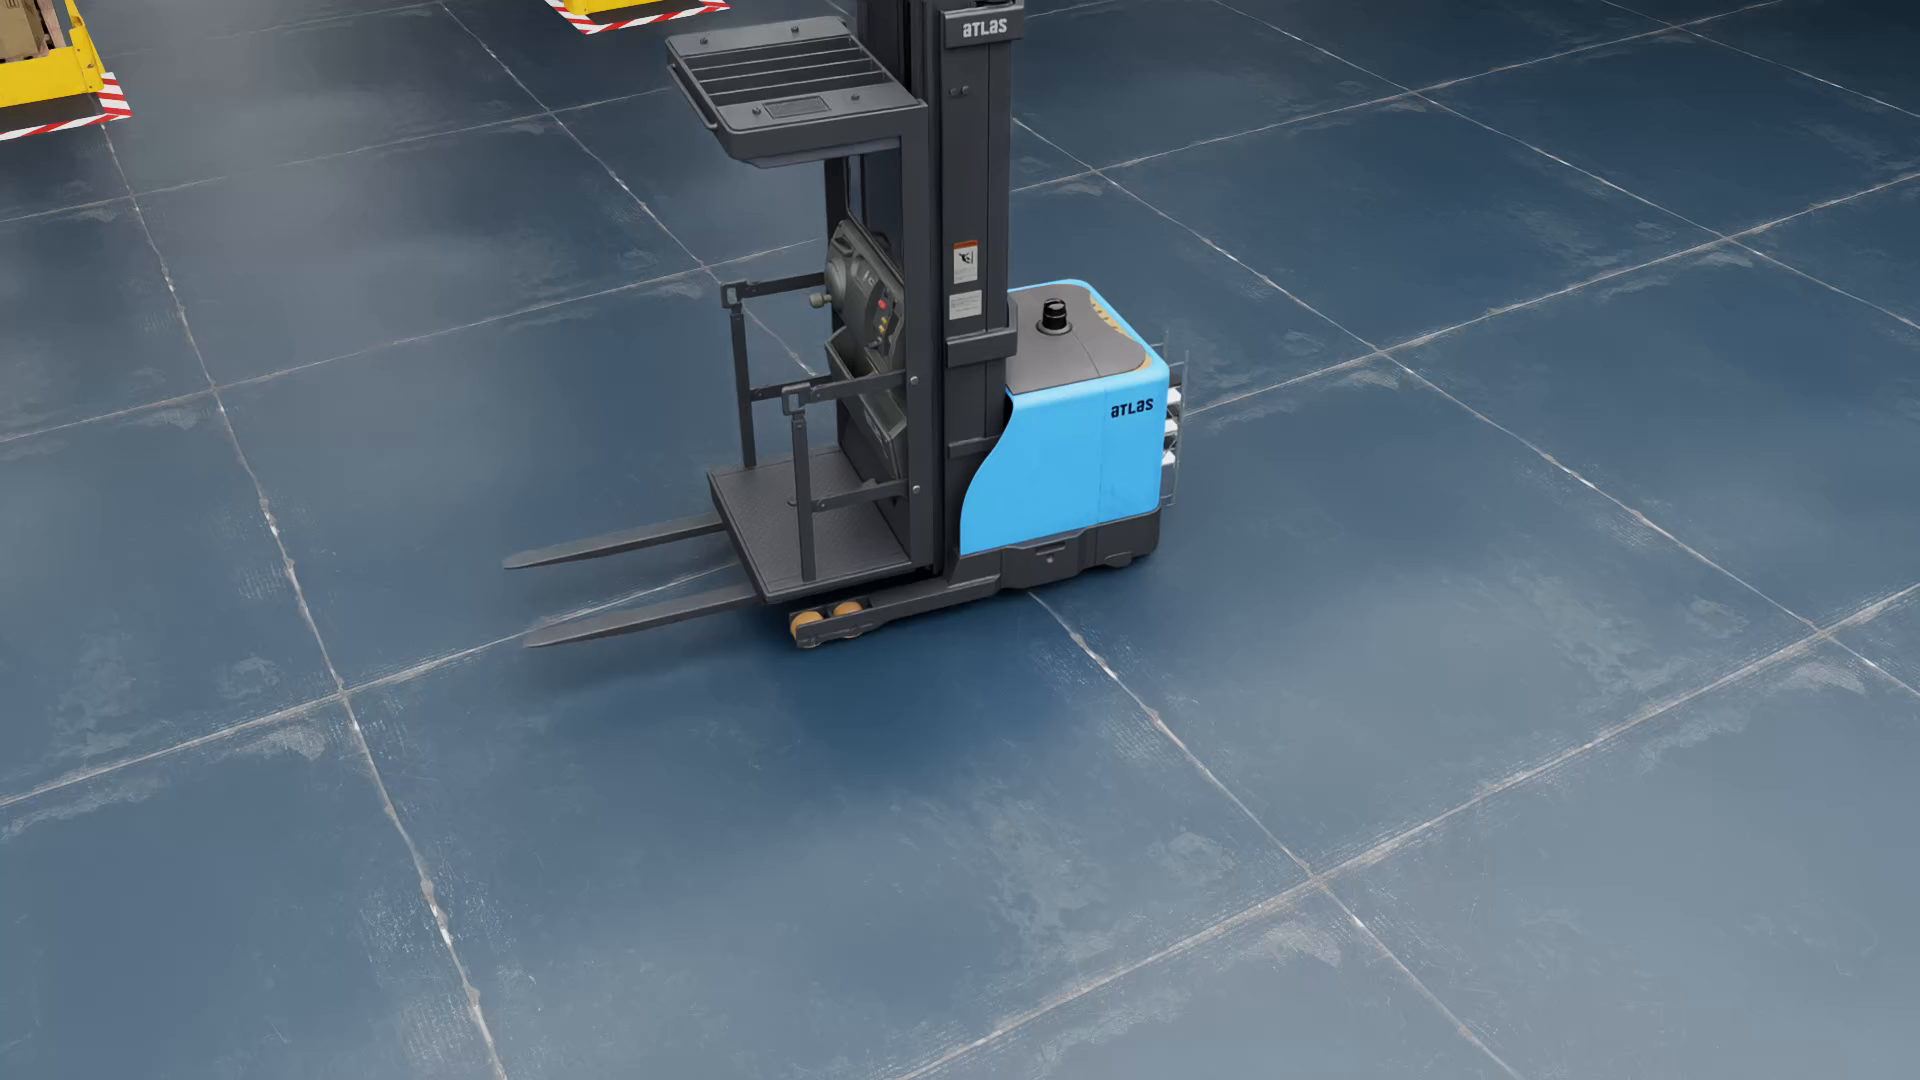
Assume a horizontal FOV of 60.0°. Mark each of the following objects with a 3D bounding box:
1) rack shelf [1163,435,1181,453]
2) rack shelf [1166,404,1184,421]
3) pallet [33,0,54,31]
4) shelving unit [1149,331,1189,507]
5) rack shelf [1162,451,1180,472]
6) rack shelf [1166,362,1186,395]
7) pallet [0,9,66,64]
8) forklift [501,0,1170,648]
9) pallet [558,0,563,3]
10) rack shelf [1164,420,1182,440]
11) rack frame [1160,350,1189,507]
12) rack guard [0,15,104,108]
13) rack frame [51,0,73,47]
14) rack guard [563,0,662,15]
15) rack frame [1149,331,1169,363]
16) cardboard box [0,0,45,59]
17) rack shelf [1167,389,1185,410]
[{"bbox_3d":[0.946,-0.475,8.346,0.258,0.077,0.200,-14,38,-18],"label":"rack shelf"},{"bbox_3d":[0.946,-0.620,8.240,0.258,0.077,0.200,-14,38,-18],"label":"rack shelf"},{"bbox_3d":[-8.315,-4.594,14.361,1.003,0.211,1.213,-19,40,-24],"label":"pallet"},{"bbox_3d":[0.946,-0.575,8.274,0.258,0.900,0.210,-14,38,-18],"label":"shelving unit"},{"bbox_3d":[0.946,-0.402,8.400,0.258,0.077,0.200,-14,38,-18],"label":"rack shelf"},{"bbox_3d":[0.946,-0.766,8.134,0.258,0.077,0.200,-14,38,-18],"label":"rack shelf"},{"bbox_3d":[-7.706,-3.972,13.510,1.003,0.211,1.213,-19,40,-24],"label":"pallet"},{"bbox_3d":[-0.603,-1.046,7.197,3.031,2.935,1.130,-13,38,-17],"label":"forklift"},{"bbox_3d":[-3.421,-5.311,15.343,1.003,0.211,1.213,-19,40,-24],"label":"pallet"},{"bbox_3d":[0.946,-0.548,8.293,0.258,0.077,0.200,-14,38,-18],"label":"rack shelf"},{"bbox_3d":[0.985,-0.519,8.198,0.240,0.900,0.006,-14,38,-18],"label":"rack frame"},{"bbox_3d":[-7.329,-3.664,12.843,1.175,0.500,0.348,-19,40,-24],"label":"rack guard"},{"bbox_3d":[-7.291,-4.635,12.053,1.000,3.000,0.127,-19,40,-24],"label":"rack frame"},{"bbox_3d":[-2.939,-5.031,14.715,1.175,0.500,0.348,-19,40,-24],"label":"rack guard"},{"bbox_3d":[0.907,-0.630,8.350,0.240,0.900,0.006,-14,38,-18],"label":"rack frame"},{"bbox_3d":[-7.590,-4.118,13.109,0.500,0.500,0.500,-12,38,-16],"label":"cardboard box"},{"bbox_3d":[0.946,-0.693,8.187,0.258,0.077,0.200,-14,38,-18],"label":"rack shelf"}]
